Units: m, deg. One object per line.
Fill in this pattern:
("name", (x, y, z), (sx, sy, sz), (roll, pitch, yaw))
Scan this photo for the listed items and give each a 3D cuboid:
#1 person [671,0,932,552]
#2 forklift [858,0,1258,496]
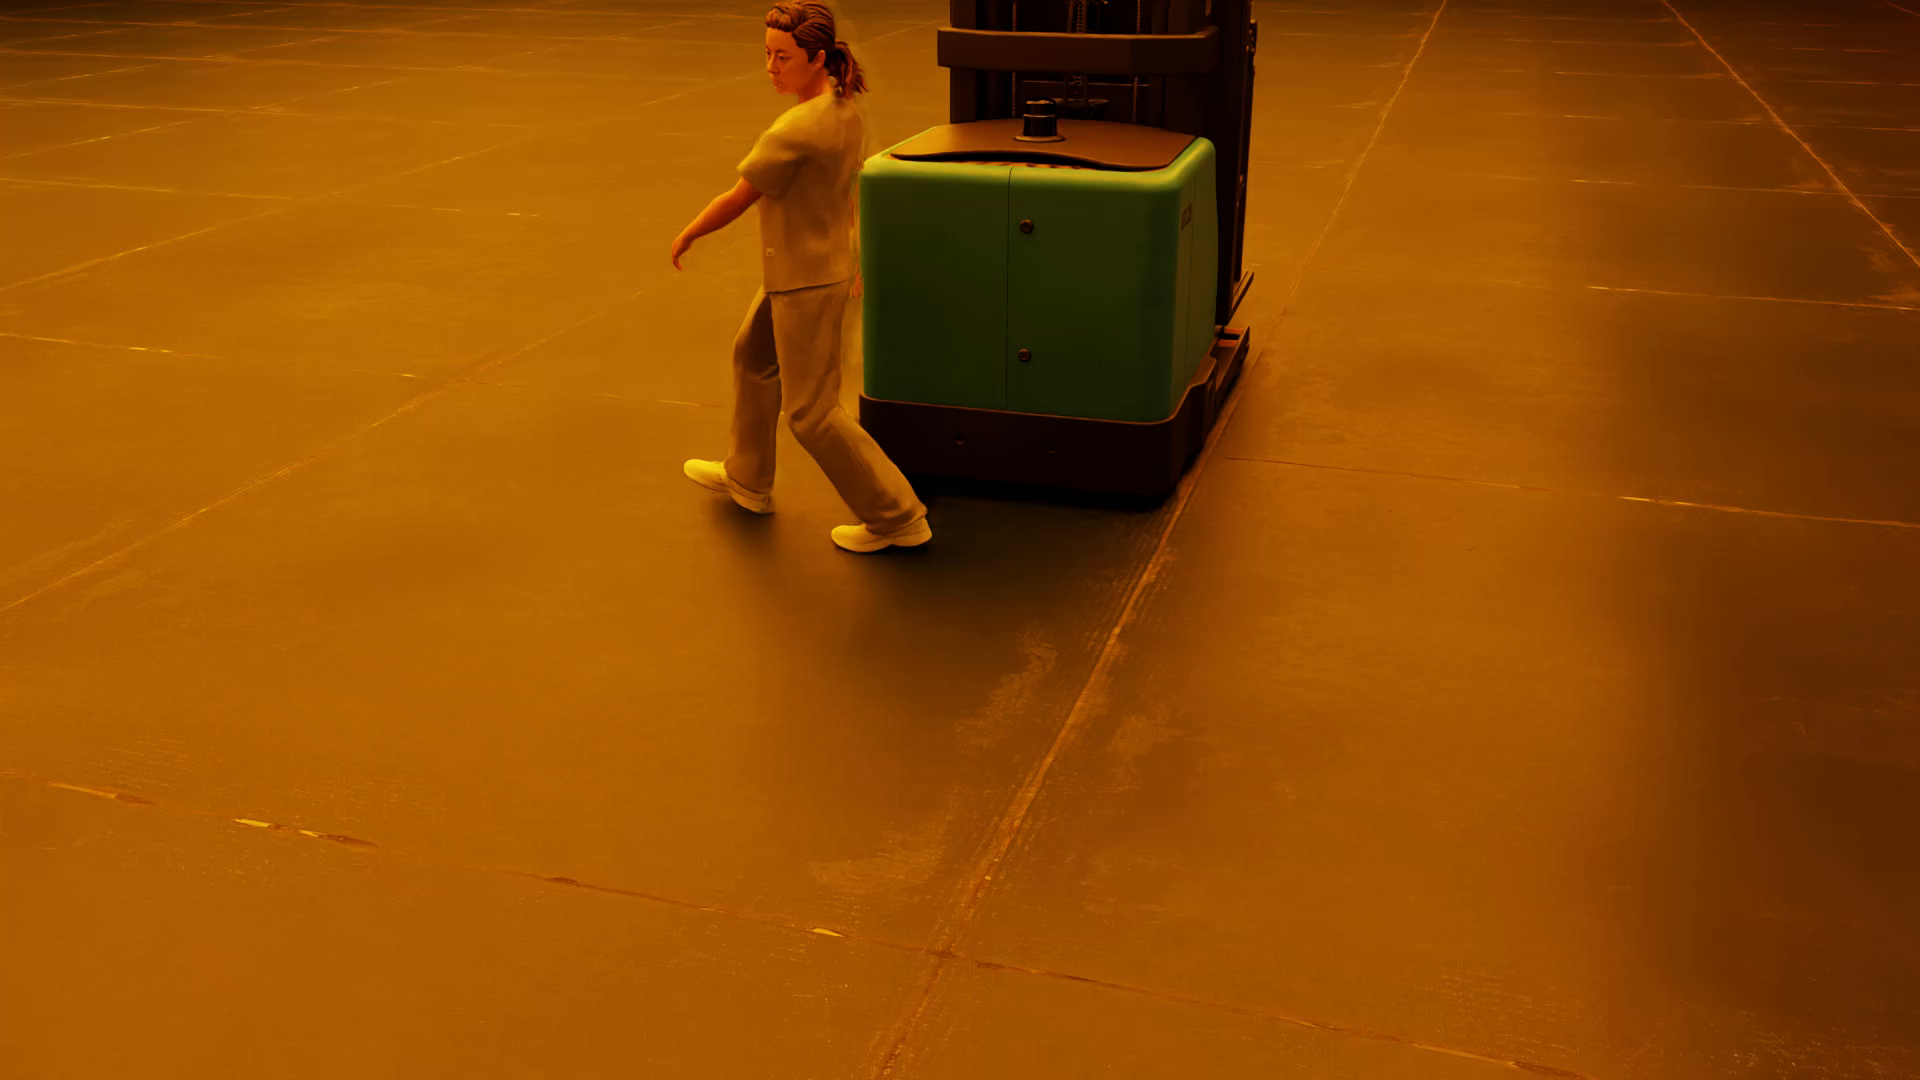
("person", (-0.491, -0.793, 4.964), (0.869, 1.603, 0.597), (3, 23, 7))
("forklift", (0.568, -2.029, 6.194), (1.130, 2.935, 3.031), (6, 23, 15))
